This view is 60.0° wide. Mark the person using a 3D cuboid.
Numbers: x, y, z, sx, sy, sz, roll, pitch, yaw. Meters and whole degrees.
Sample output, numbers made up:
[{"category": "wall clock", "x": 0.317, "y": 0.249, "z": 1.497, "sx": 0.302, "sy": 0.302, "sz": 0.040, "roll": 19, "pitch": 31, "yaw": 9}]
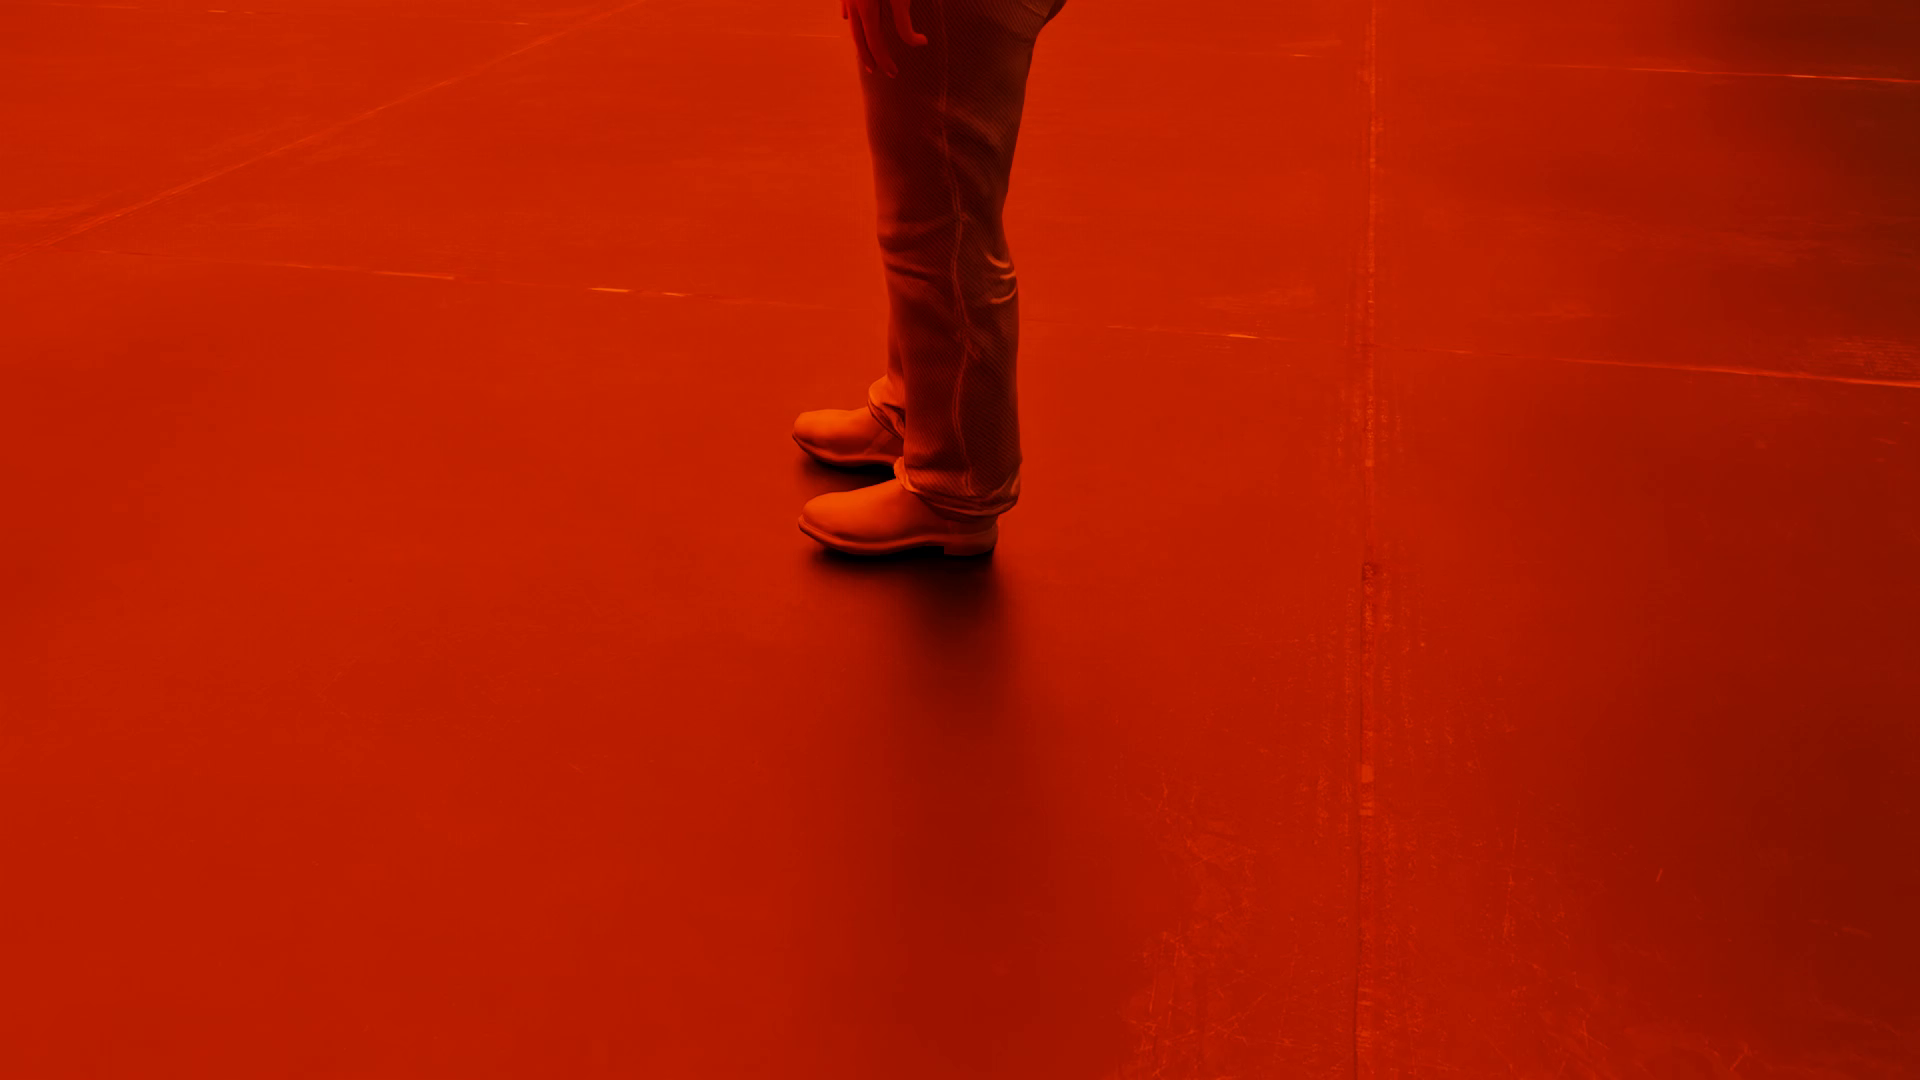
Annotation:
[{"category": "person", "x": -0.060, "y": -0.808, "z": 2.116, "sx": 0.566, "sy": 1.775, "sz": 0.634, "roll": 6, "pitch": 27, "yaw": 11}]
